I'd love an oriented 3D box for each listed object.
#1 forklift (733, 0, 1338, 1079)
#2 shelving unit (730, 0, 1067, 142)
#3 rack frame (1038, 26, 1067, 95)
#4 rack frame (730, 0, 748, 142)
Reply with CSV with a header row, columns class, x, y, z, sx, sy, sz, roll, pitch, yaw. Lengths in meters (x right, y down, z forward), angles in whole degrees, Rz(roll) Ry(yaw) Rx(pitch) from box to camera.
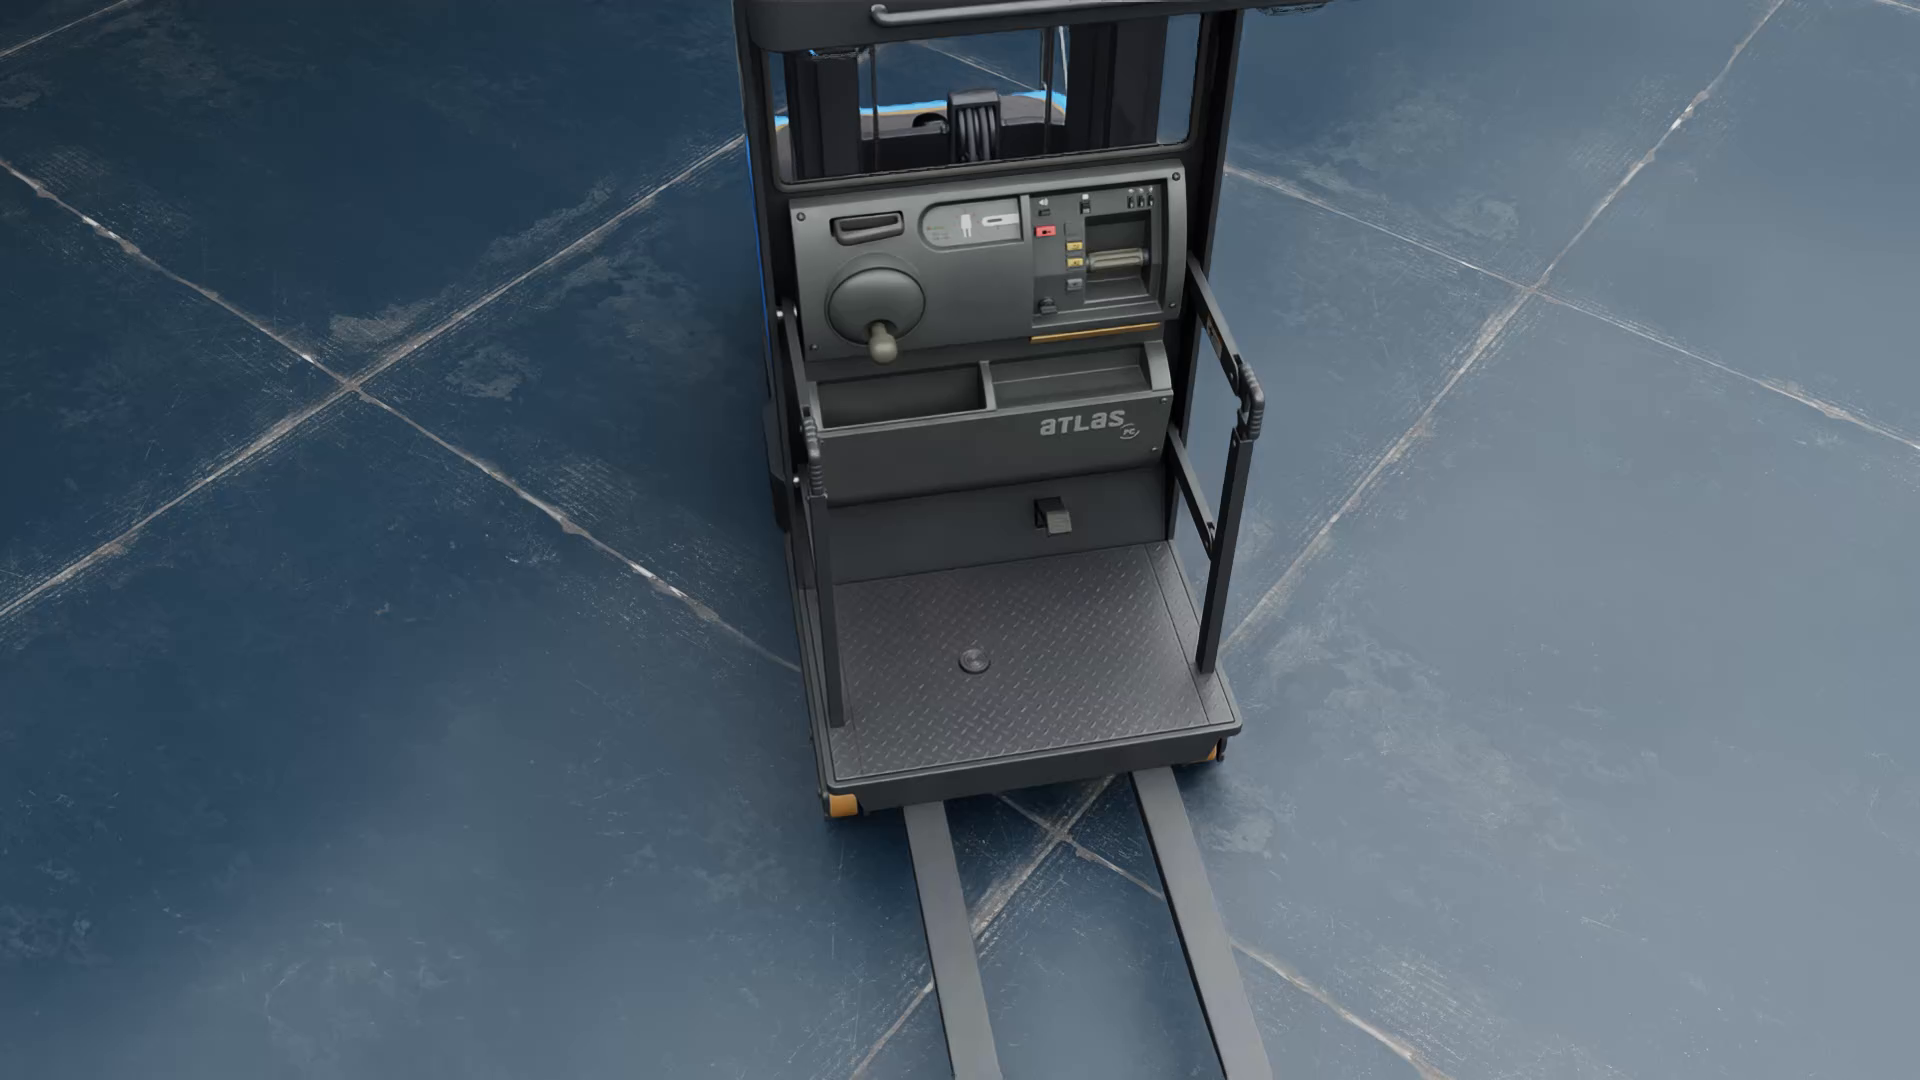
class,x,y,z,sx,sy,sz,roll,pitch,yaw
forklift,0.117,-0.552,3.750,1.130,2.935,3.031,-8,47,-7
shelving unit,-0.177,-1.342,5.494,1.048,1.500,0.538,-7,47,-7
rack frame,0.324,-1.403,5.552,0.032,1.500,0.500,-7,47,-7
rack frame,-0.679,-1.282,5.436,0.032,1.500,0.500,-7,47,-7
